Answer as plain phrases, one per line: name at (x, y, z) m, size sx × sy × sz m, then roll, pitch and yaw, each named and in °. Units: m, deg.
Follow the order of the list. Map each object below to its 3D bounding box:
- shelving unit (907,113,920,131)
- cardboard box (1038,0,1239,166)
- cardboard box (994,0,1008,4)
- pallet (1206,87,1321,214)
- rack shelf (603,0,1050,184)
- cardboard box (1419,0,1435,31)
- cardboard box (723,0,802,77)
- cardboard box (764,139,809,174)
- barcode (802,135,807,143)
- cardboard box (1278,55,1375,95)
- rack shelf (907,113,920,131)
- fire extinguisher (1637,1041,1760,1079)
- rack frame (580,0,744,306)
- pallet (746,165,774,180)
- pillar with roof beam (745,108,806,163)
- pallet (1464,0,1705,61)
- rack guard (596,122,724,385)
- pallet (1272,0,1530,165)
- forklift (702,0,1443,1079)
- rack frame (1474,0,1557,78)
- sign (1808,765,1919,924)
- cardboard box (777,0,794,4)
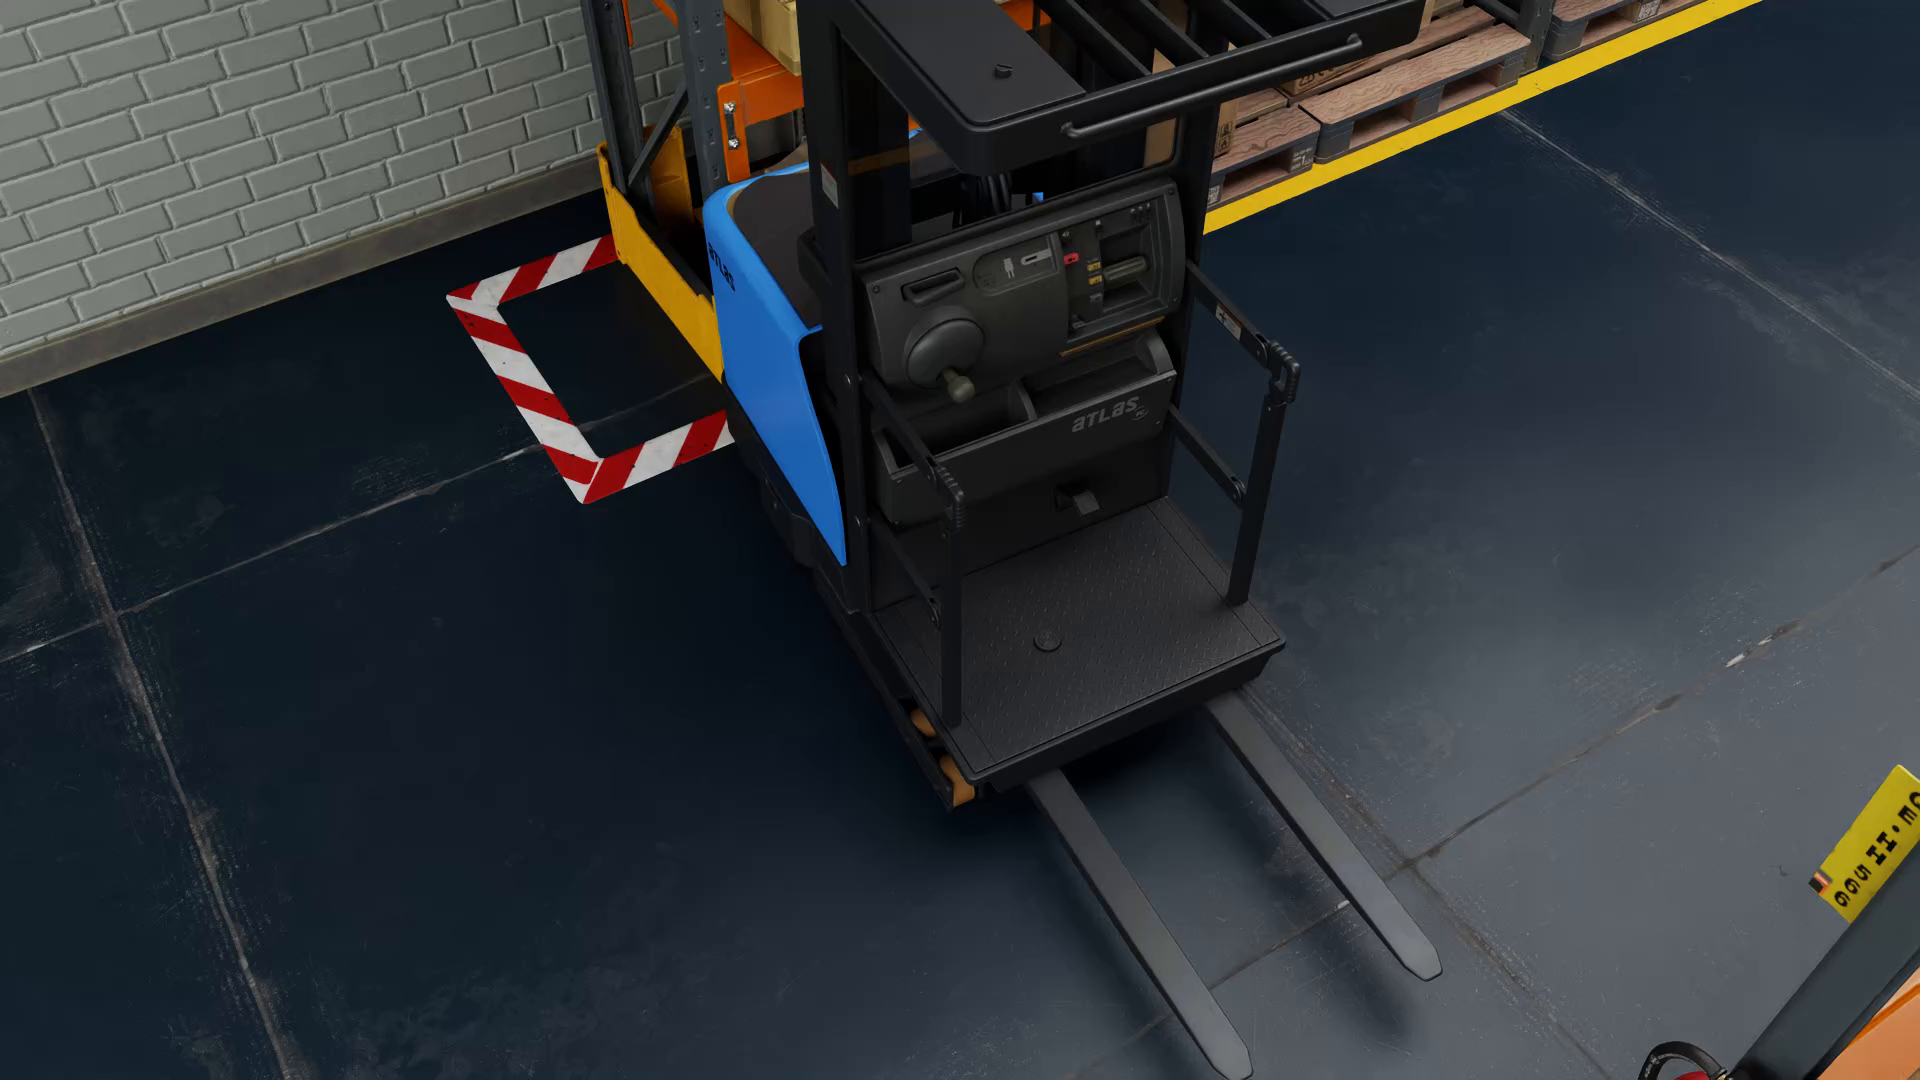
shelving unit at (-0.107, -1.188, 6.070) m, size 0.252 × 1.050 × 0.215 m, roll -21°, pitch 37°, yaw -14°
cardboard box at (0.724, -1.886, 6.800) m, size 0.500 × 0.500 × 0.700 m, roll -28°, pitch 54°, yaw -23°
cardboard box at (-0.024, -2.031, 5.637) m, size 0.500 × 0.250 × 0.500 m, roll -27°, pitch 54°, yaw -22°
pallet at (0.763, -1.751, 7.168) m, size 1.213 × 0.211 × 1.003 m, roll -25°, pitch 53°, yaw -21°
rack shelf at (0.653, -2.422, 6.380) m, size 4.000 × 0.370 × 1.077 m, roll -25°, pitch 53°, yaw -21°
cardboard box at (1.908, -2.430, 7.508) m, size 0.250 × 0.166 × 0.380 m, roll -32°, pitch 56°, yaw -25°
cardboard box at (-0.456, -1.815, 5.444) m, size 0.500 × 0.250 × 0.500 m, roll -27°, pitch 54°, yaw -22°
cardboard box at (-0.405, -1.335, 6.436) m, size 0.500 × 0.311 × 0.500 m, roll -31°, pitch 55°, yaw -25°
barcode at (-0.603, -1.598, 6.664) m, size 0.075 × 0.075 × 0.001 m, roll -25°, pitch 53°, yaw -21°
cardboard box at (1.488, -2.334, 7.199) m, size 0.500 × 0.500 × 0.500 m, roll -29°, pitch 54°, yaw -23°
rack shelf at (-0.147, -1.407, 5.910) m, size 0.240 × 0.259 × 0.215 m, roll -21°, pitch 37°, yaw -14°
fire extinguisher at (1.260, 1.043, 2.865) m, size 0.183 × 0.674 × 0.296 m, roll -25°, pitch 53°, yaw -21°
rack frame at (-1.038, -1.864, 5.401) m, size 0.127 × 3.000 × 1.000 m, roll -25°, pitch 53°, yaw -21°
pallet at (-0.268, -1.268, 6.738) m, size 1.213 × 0.211 × 1.003 m, roll -25°, pitch 53°, yaw -21°
pillar with roof beam at (1.389, -1.965, 1.474) m, size 0.400 × 9.000 × 9.100 m, roll -25°, pitch 53°, yaw -21°
pallet at (3.003, -2.842, 8.139) m, size 1.213 × 0.211 × 1.003 m, roll -25°, pitch 53°, yaw -21°
rack guard at (-0.974, -1.063, 6.362) m, size 0.348 × 0.500 × 1.175 m, roll -25°, pitch 53°, yaw -21°
pallet at (1.796, -2.240, 7.604) m, size 1.213 × 0.211 × 1.003 m, roll -25°, pitch 53°, yaw -21°
forklift at (0.290, -0.561, 4.287) m, size 1.130 × 2.935 × 3.031 m, roll -21°, pitch 52°, yaw -18°
rack frame at (2.345, -3.458, 6.821) m, size 0.127 × 3.000 × 1.000 m, roll -25°, pitch 53°, yaw -21°
sign at (1.330, 0.451, 2.406) m, size 0.005 × 0.325 × 0.100 m, roll -25°, pitch 53°, yaw -21°
cardboard box at (-0.474, -2.070, 5.170) m, size 0.500 × 0.500 × 0.500 m, roll -25°, pitch 53°, yaw -21°
